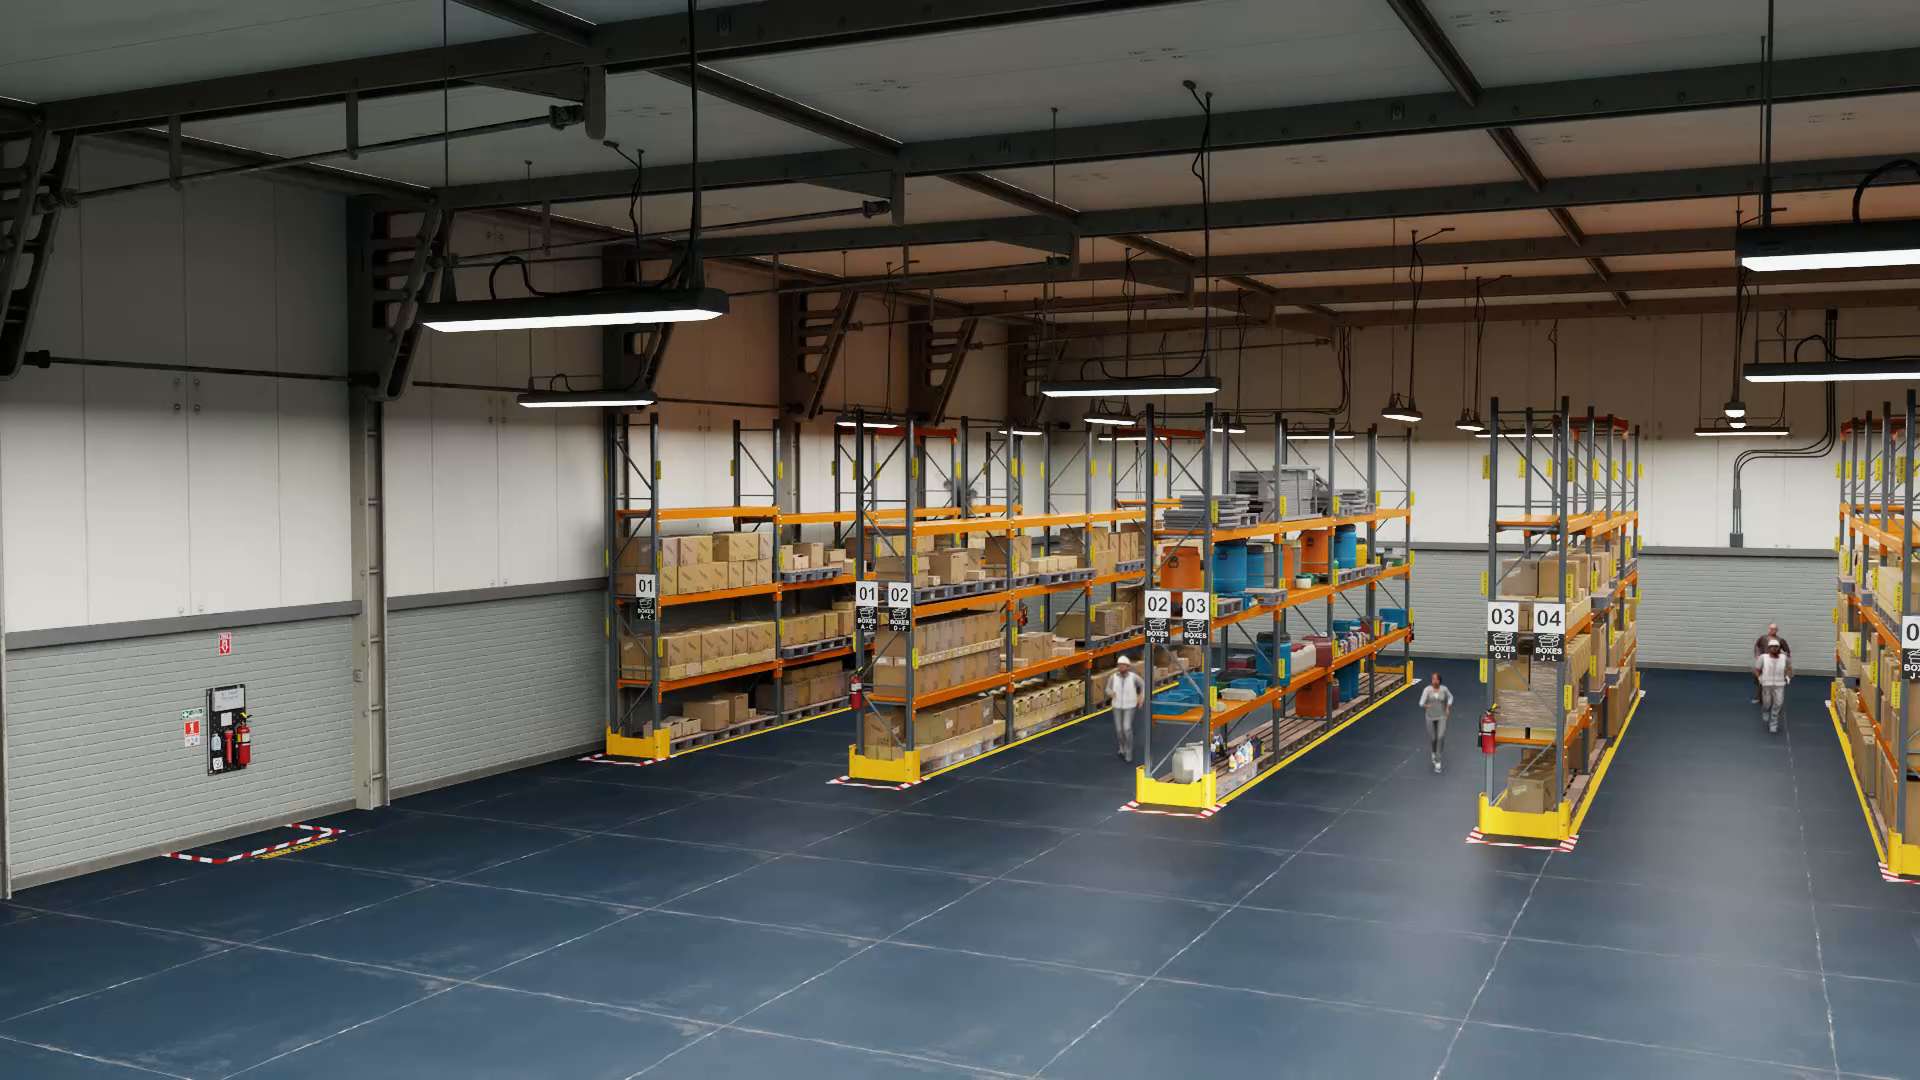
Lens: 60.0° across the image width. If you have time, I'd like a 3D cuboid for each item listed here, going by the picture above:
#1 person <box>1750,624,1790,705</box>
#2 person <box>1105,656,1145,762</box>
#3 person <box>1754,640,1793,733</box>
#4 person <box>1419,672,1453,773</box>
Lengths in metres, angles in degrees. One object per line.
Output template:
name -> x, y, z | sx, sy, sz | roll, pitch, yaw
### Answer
person -> 17.308, 2.650, 35.472 | 0.724, 1.733, 0.767 | -2, 3, -40
person -> 2.839, 2.927, 28.749 | 0.668, 1.850, 0.748 | 1, 3, 20
person -> 15.587, 2.788, 31.852 | 0.678, 1.752, 0.808 | 1, 3, 20
person -> 7.971, 3.020, 27.864 | 0.534, 1.612, 0.863 | 1, 3, 17
